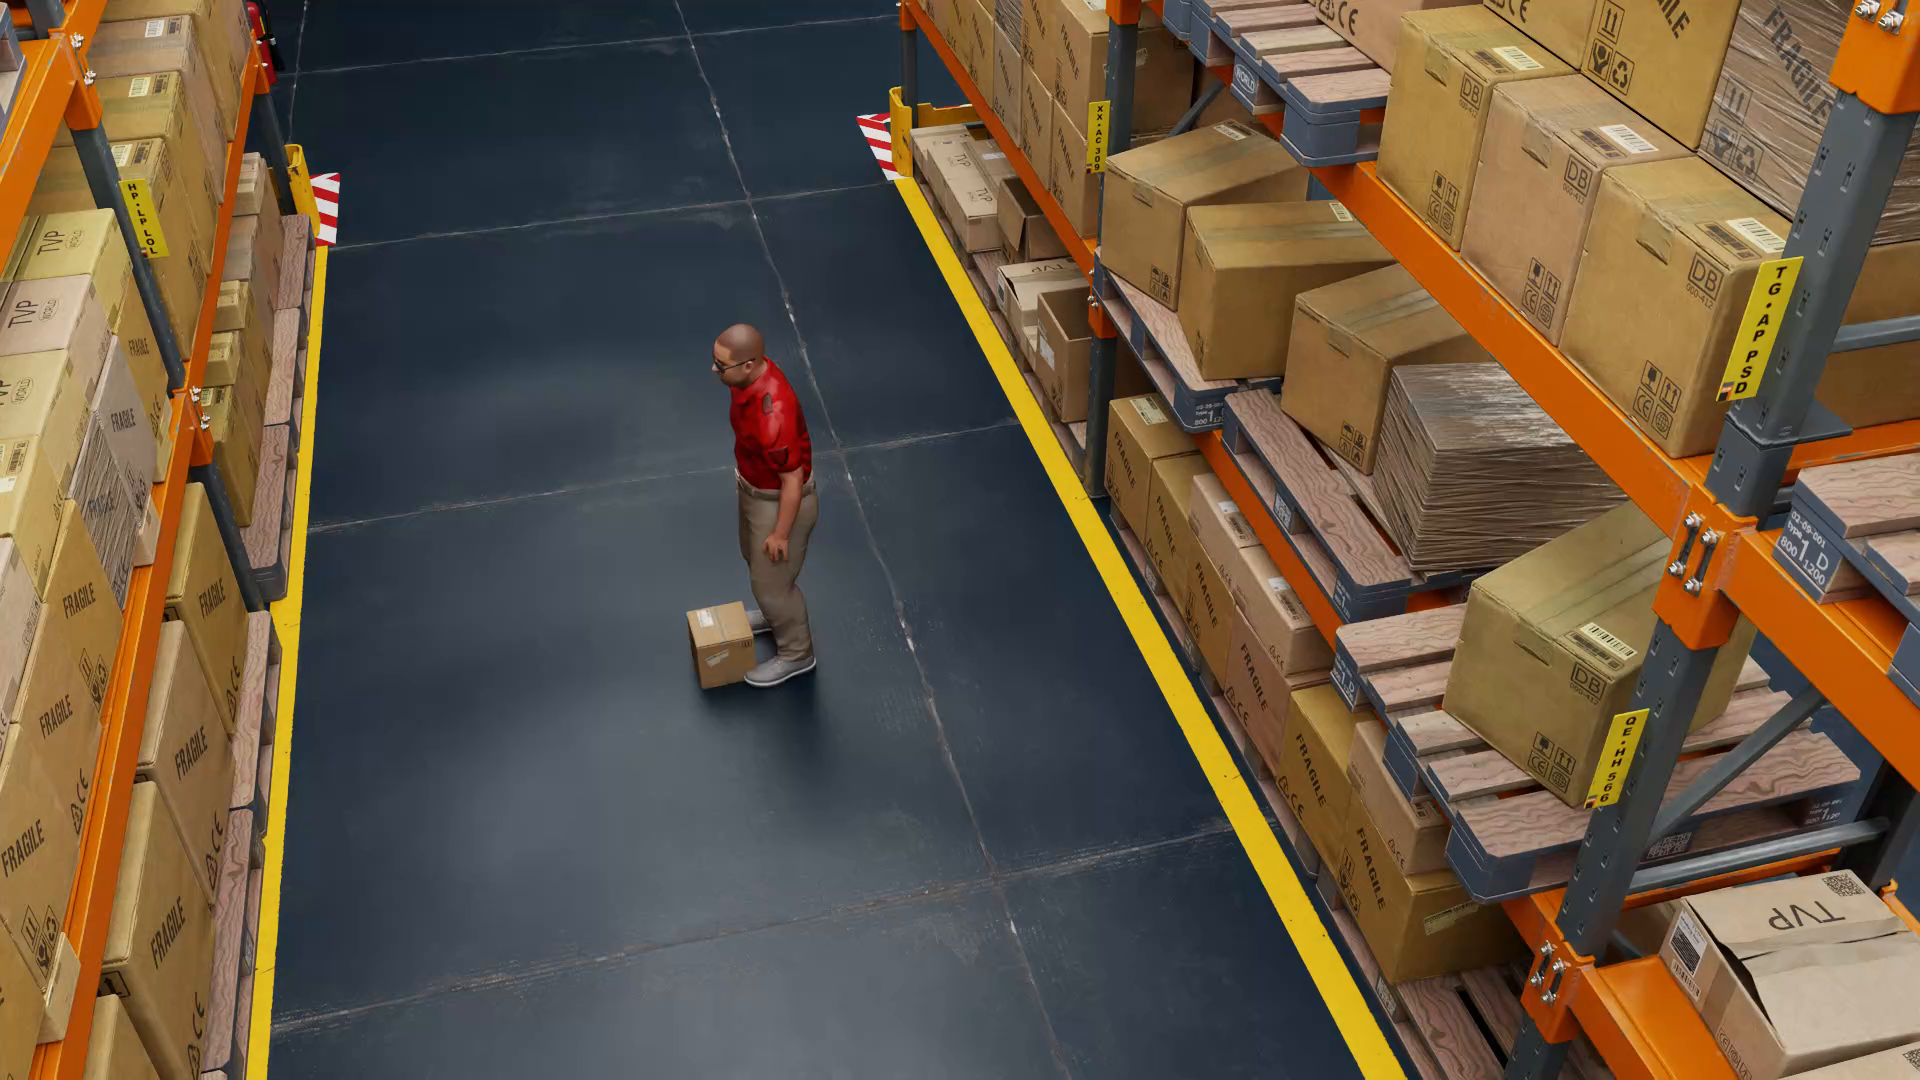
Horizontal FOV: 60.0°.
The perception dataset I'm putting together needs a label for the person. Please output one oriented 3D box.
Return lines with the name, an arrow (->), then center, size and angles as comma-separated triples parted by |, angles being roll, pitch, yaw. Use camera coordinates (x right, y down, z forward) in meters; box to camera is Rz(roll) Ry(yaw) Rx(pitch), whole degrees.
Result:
person -> -0.804, -0.164, 6.937 | 0.392, 1.726, 0.605 | -12, 39, -15
